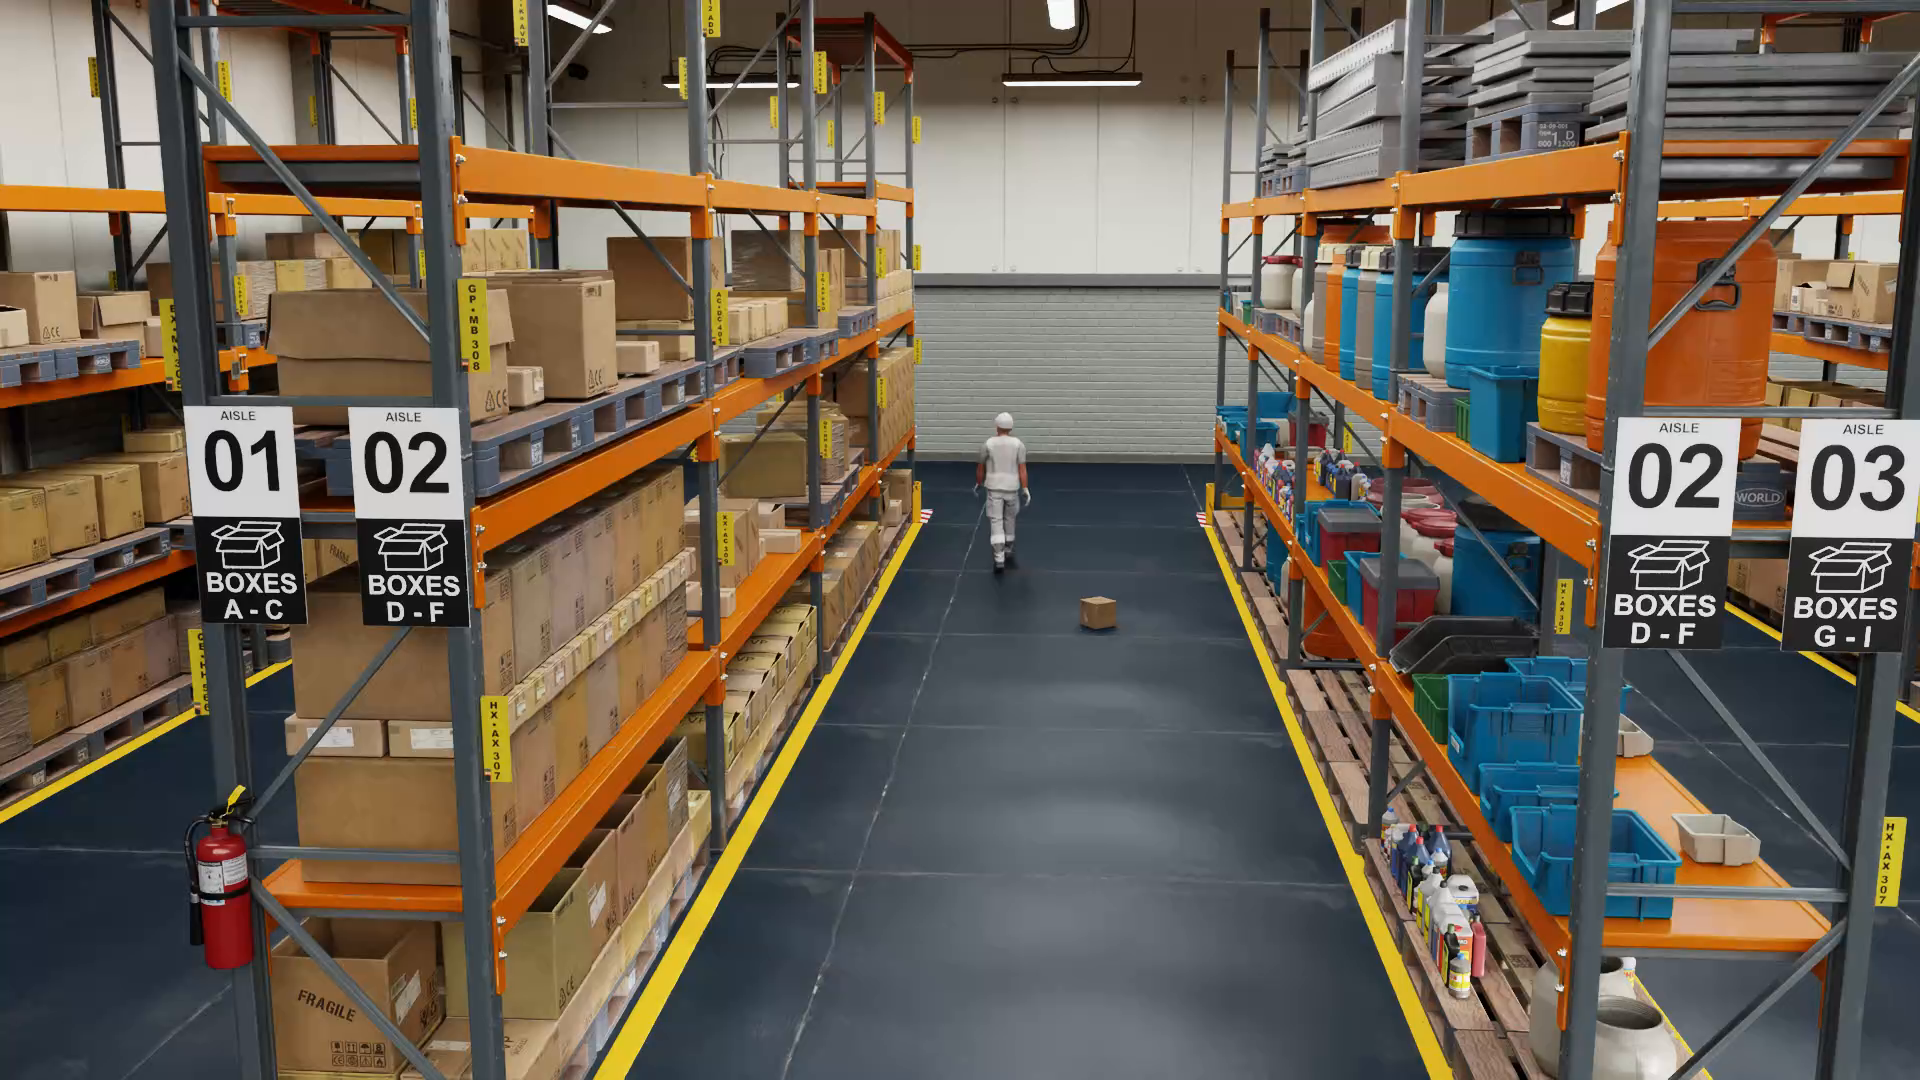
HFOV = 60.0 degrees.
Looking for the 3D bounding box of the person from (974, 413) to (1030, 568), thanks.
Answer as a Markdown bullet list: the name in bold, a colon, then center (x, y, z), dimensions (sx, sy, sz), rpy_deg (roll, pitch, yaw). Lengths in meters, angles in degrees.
- **person**: center (0.467, -0.607, 19.000), dimensions (0.607, 1.729, 1.020), rpy_deg (-1, 11, -5)
